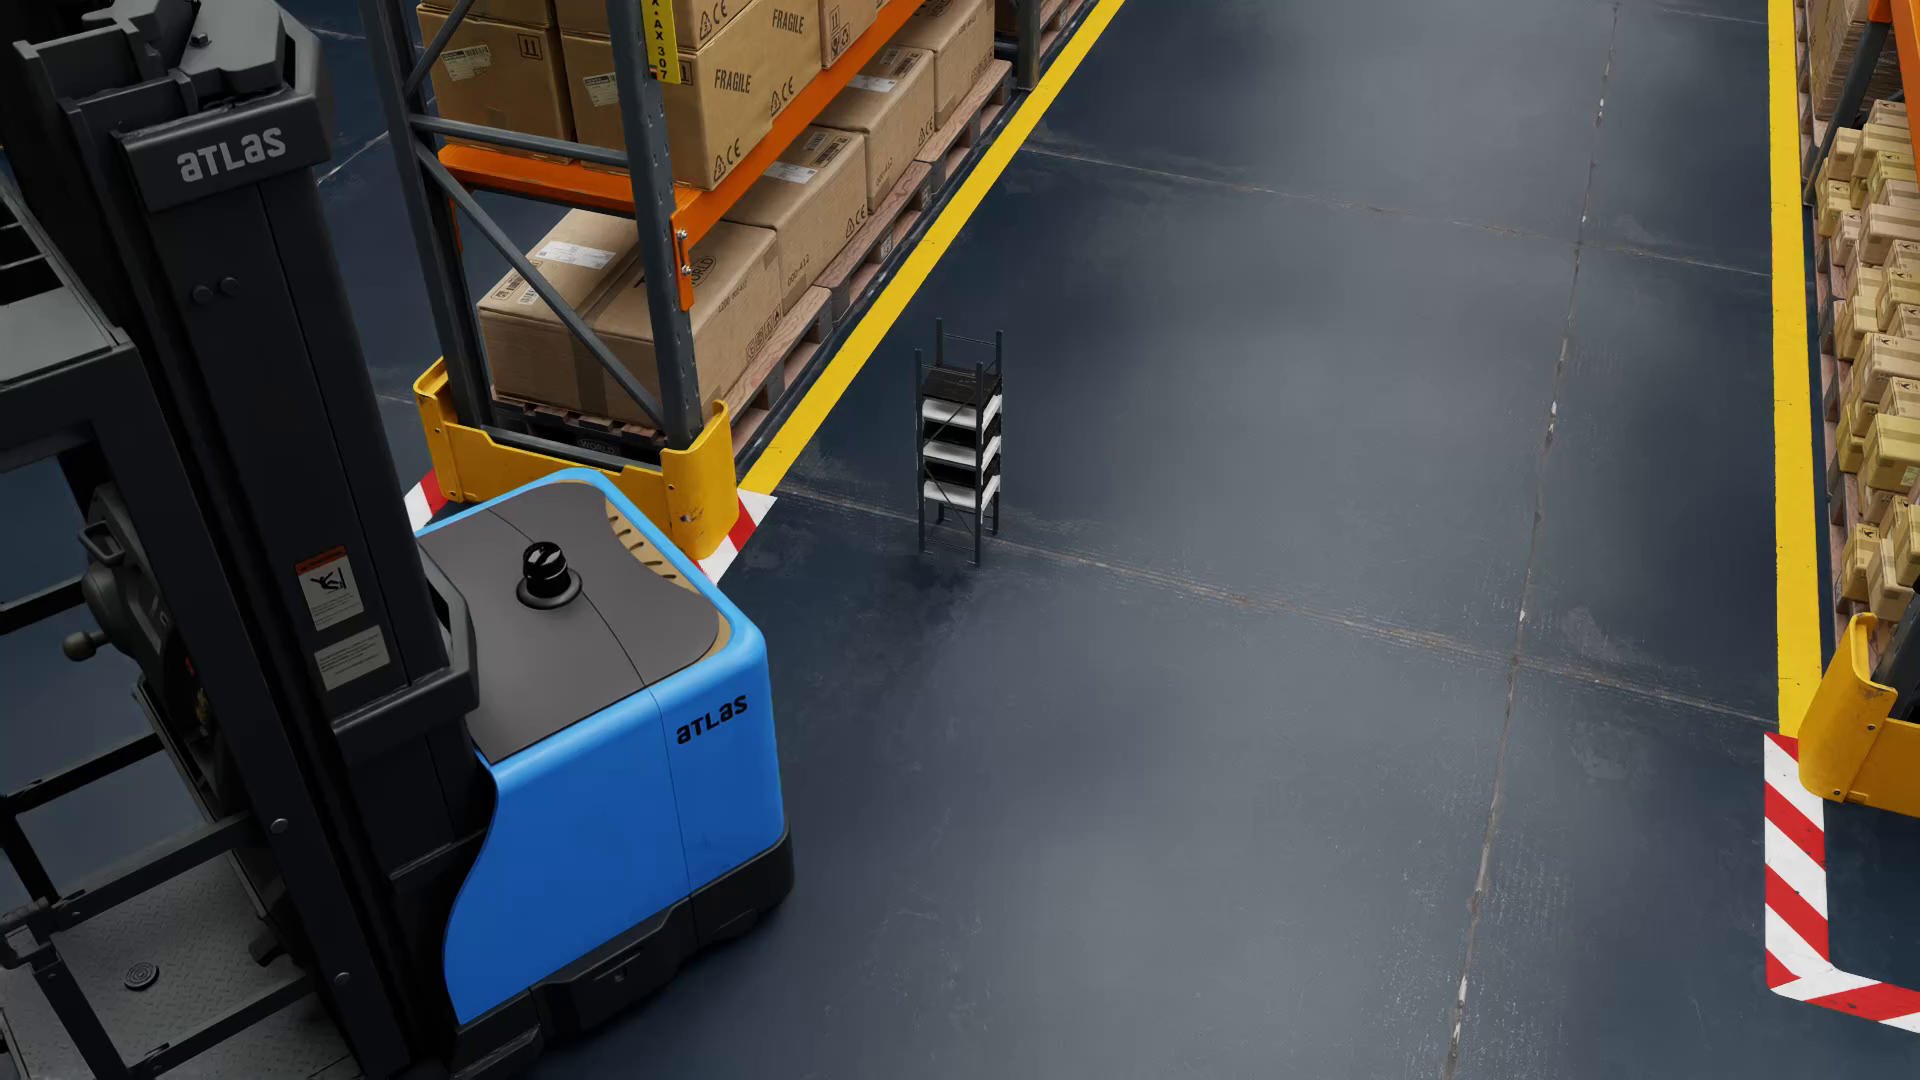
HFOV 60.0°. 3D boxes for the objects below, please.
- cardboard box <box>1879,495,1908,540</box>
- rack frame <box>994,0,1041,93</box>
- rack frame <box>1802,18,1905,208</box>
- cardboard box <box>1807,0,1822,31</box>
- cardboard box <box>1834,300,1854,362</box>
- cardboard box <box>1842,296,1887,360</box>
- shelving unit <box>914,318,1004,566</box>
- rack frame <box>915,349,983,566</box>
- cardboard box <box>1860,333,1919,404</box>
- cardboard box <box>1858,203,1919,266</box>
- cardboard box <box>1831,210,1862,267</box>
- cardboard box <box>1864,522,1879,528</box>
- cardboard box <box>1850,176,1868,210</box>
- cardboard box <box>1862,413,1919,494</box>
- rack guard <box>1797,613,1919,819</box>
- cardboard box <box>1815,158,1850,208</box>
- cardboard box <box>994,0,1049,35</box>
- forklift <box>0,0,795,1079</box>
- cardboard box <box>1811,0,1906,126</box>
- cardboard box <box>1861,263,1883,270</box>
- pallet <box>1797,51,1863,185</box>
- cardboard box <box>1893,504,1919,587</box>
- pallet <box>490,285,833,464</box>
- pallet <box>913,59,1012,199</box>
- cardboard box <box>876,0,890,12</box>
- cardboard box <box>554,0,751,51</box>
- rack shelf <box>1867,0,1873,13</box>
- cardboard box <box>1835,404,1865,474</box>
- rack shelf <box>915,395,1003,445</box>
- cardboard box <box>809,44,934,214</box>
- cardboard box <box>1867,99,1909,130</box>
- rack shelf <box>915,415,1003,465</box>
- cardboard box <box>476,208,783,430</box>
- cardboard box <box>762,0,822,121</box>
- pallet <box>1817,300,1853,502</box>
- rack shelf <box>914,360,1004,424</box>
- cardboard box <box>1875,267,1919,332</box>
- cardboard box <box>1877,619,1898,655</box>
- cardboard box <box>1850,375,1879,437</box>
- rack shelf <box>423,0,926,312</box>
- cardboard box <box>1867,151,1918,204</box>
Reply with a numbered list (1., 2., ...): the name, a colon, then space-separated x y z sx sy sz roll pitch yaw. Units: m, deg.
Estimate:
1. cardboard box: 3.314 0.014 5.566 0.380 0.149 0.250 12 42 14
2. rack frame: -0.056 -3.741 8.324 1.000 3.000 0.127 13 42 15
3. rack frame: 4.630 -2.704 7.109 1.000 3.000 0.127 13 42 15
4. cardboard box: 5.002 -3.045 9.110 0.500 0.500 0.500 12 42 14
5. cardboard box: 3.798 -0.828 6.783 0.380 0.149 0.250 12 42 14
6. cardboard box: 3.689 -0.801 6.521 0.380 0.149 0.250 14 42 16
7. shelving unit: -0.003 -0.337 5.952 0.258 0.900 0.210 13 42 15
8. rack frame: -0.038 -0.275 5.879 0.240 0.900 0.006 13 42 15
9. cardboard box: 3.502 -0.592 6.047 0.380 0.149 0.250 15 43 17
10. cardboard box: 3.896 -1.220 6.784 0.380 0.149 0.250 14 42 16
11. cardboard box: 4.076 -1.303 7.339 0.380 0.149 0.250 13 42 15
12. cardboard box: 3.410 -0.028 5.845 0.380 0.149 0.250 13 42 15
13. cardboard box: 4.203 -1.568 7.421 0.380 0.149 0.250 14 42 15
14. cardboard box: 3.314 -0.272 5.672 0.380 0.149 0.250 12 42 14
15. rack guard: 3.288 0.640 5.115 1.175 0.500 0.348 13 42 15
16. cardboard box: 4.204 -1.629 7.721 0.380 0.149 0.250 12 42 13
17. cardboard box: 0.081 -3.489 9.341 0.875 0.875 0.875 15 43 16
18. forklift: -1.964 0.300 3.640 3.031 2.935 1.130 -27 47 -28
19. cardboard box: 4.646 -2.420 8.378 0.500 0.500 0.500 13 42 14
20. cardboard box: 3.942 -1.085 6.855 0.380 0.149 0.250 15 43 17
21. pallet: 4.895 -2.119 8.571 1.003 0.211 1.213 13 42 15
22. cardboard box: 3.205 0.055 5.289 0.380 0.149 0.250 14 42 16
23. pallet: -1.224 -0.746 6.962 1.003 0.211 1.213 13 42 15
24. pallet: -0.390 -2.234 8.706 1.003 0.211 1.213 13 42 15
25. cardboard box: -0.497 -2.499 6.791 0.500 0.500 0.500 15 43 17
26. cardboard box: -0.992 -1.950 5.377 0.500 0.500 0.500 12 42 14
27. rack shelf: 5.314 -3.650 8.772 1.077 0.370 4.000 13 42 15
28. cardboard box: 3.511 -0.351 6.224 0.380 0.149 0.250 12 42 13
29. rack shelf: -0.003 -0.449 5.857 0.258 0.077 0.200 13 42 15
30. cardboard box: -0.677 -2.021 7.958 0.875 0.438 0.875 12 42 14
31. cardboard box: 4.317 -1.842 7.512 0.380 0.149 0.250 15 43 17
32. rack shelf: -0.003 -0.381 5.915 0.258 0.077 0.200 13 42 15
33. cardboard box: -1.292 -0.911 6.658 0.875 0.438 0.875 12 42 14
34. cardboard box: -0.843 -1.883 6.069 0.500 0.500 0.500 13 42 14
35. pallet: 4.018 -0.479 6.649 1.003 0.211 1.213 13 42 15
36. rack shelf: -0.003 -0.517 5.799 0.258 0.077 0.200 13 42 15
37. cardboard box: 3.759 -0.894 6.402 0.380 0.149 0.250 13 42 15
38. cardboard box: 3.246 0.293 5.469 0.380 0.149 0.250 14 42 16
39. cardboard box: 3.515 -0.474 6.139 0.380 0.149 0.250 14 42 16
40. rack shelf: -0.740 -2.248 7.128 1.077 0.370 4.000 13 42 15
41. cardboard box: 4.127 -1.522 7.137 0.380 0.149 0.250 13 42 14
